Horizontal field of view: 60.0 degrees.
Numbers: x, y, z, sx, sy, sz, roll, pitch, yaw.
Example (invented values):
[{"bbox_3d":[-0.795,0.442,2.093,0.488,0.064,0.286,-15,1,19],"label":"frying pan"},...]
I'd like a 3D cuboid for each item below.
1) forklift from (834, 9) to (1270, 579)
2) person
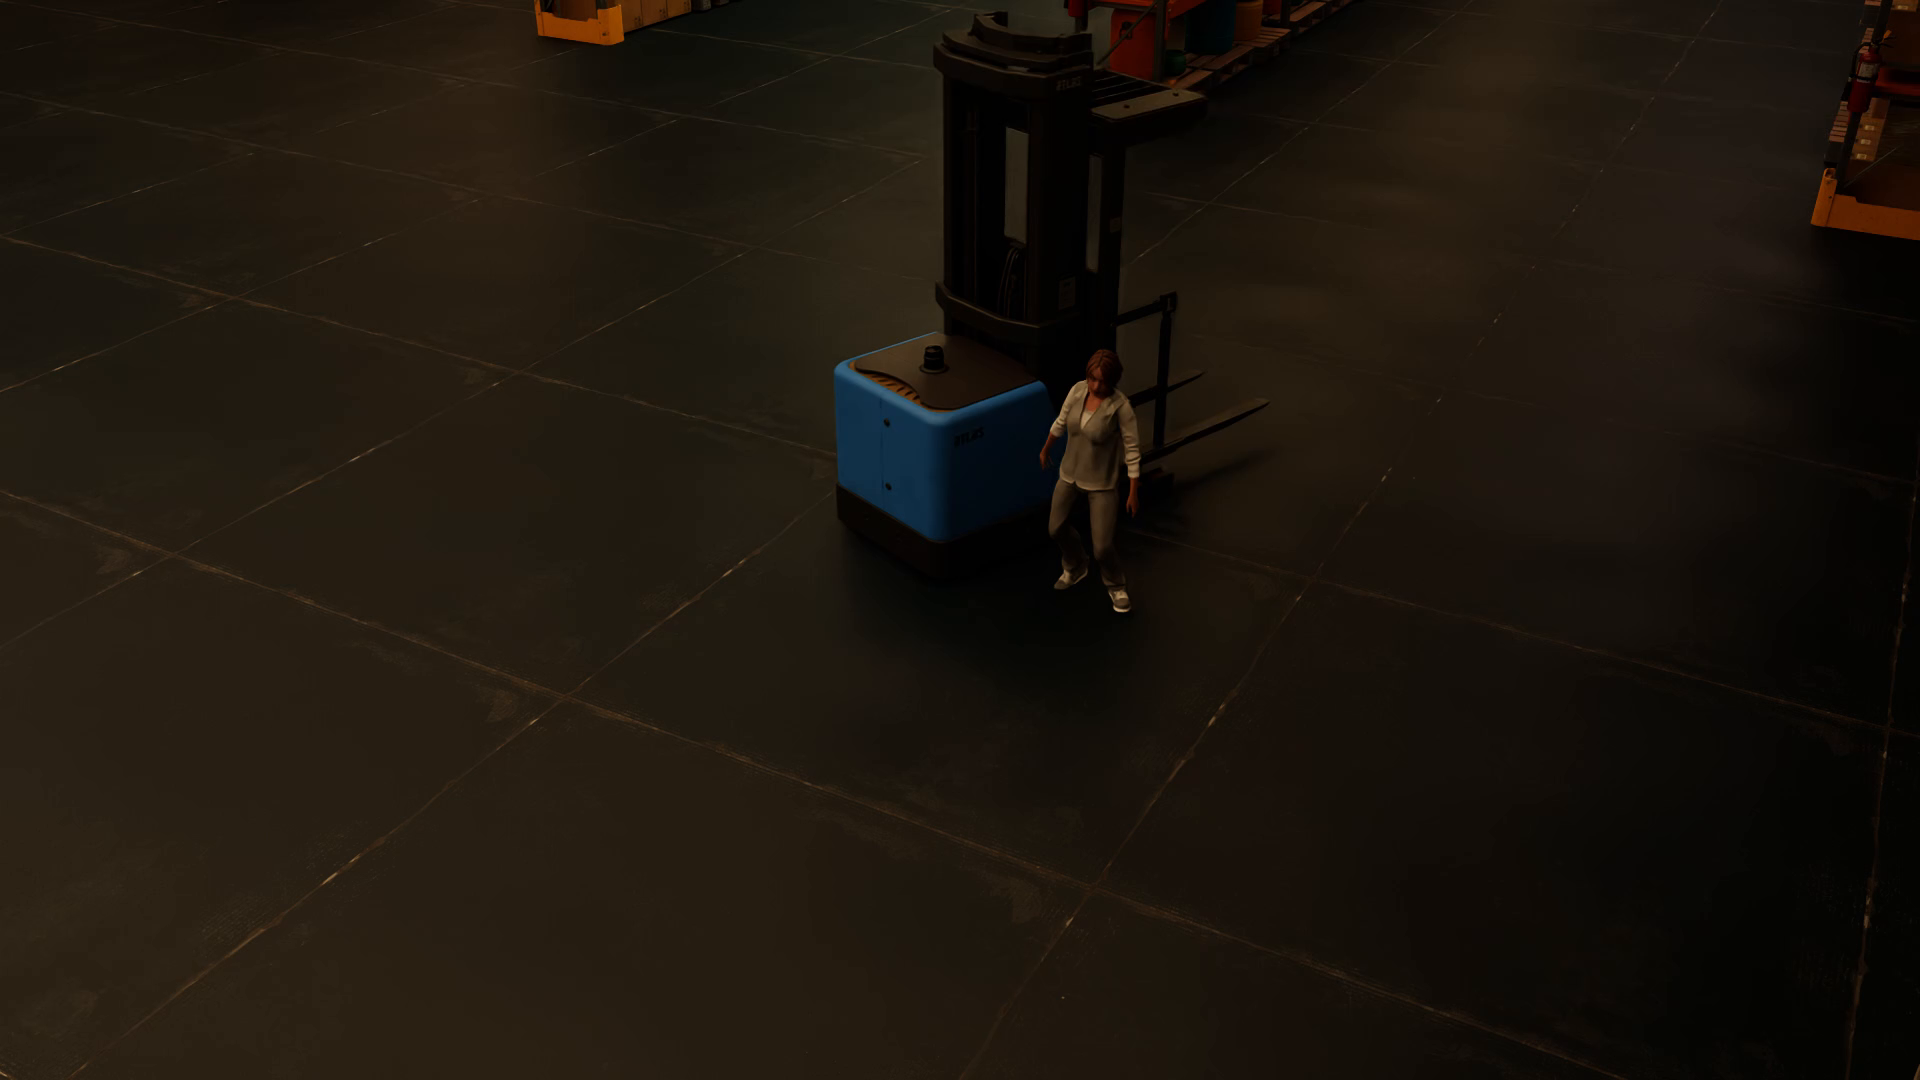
[{"bbox_3d":[0.708,-1.650,9.929,3.031,2.935,1.130,-23,37,-34],"label":"forklift"},{"bbox_3d":[0.702,-0.342,9.103,0.689,1.572,0.359,24,38,36],"label":"person"}]
